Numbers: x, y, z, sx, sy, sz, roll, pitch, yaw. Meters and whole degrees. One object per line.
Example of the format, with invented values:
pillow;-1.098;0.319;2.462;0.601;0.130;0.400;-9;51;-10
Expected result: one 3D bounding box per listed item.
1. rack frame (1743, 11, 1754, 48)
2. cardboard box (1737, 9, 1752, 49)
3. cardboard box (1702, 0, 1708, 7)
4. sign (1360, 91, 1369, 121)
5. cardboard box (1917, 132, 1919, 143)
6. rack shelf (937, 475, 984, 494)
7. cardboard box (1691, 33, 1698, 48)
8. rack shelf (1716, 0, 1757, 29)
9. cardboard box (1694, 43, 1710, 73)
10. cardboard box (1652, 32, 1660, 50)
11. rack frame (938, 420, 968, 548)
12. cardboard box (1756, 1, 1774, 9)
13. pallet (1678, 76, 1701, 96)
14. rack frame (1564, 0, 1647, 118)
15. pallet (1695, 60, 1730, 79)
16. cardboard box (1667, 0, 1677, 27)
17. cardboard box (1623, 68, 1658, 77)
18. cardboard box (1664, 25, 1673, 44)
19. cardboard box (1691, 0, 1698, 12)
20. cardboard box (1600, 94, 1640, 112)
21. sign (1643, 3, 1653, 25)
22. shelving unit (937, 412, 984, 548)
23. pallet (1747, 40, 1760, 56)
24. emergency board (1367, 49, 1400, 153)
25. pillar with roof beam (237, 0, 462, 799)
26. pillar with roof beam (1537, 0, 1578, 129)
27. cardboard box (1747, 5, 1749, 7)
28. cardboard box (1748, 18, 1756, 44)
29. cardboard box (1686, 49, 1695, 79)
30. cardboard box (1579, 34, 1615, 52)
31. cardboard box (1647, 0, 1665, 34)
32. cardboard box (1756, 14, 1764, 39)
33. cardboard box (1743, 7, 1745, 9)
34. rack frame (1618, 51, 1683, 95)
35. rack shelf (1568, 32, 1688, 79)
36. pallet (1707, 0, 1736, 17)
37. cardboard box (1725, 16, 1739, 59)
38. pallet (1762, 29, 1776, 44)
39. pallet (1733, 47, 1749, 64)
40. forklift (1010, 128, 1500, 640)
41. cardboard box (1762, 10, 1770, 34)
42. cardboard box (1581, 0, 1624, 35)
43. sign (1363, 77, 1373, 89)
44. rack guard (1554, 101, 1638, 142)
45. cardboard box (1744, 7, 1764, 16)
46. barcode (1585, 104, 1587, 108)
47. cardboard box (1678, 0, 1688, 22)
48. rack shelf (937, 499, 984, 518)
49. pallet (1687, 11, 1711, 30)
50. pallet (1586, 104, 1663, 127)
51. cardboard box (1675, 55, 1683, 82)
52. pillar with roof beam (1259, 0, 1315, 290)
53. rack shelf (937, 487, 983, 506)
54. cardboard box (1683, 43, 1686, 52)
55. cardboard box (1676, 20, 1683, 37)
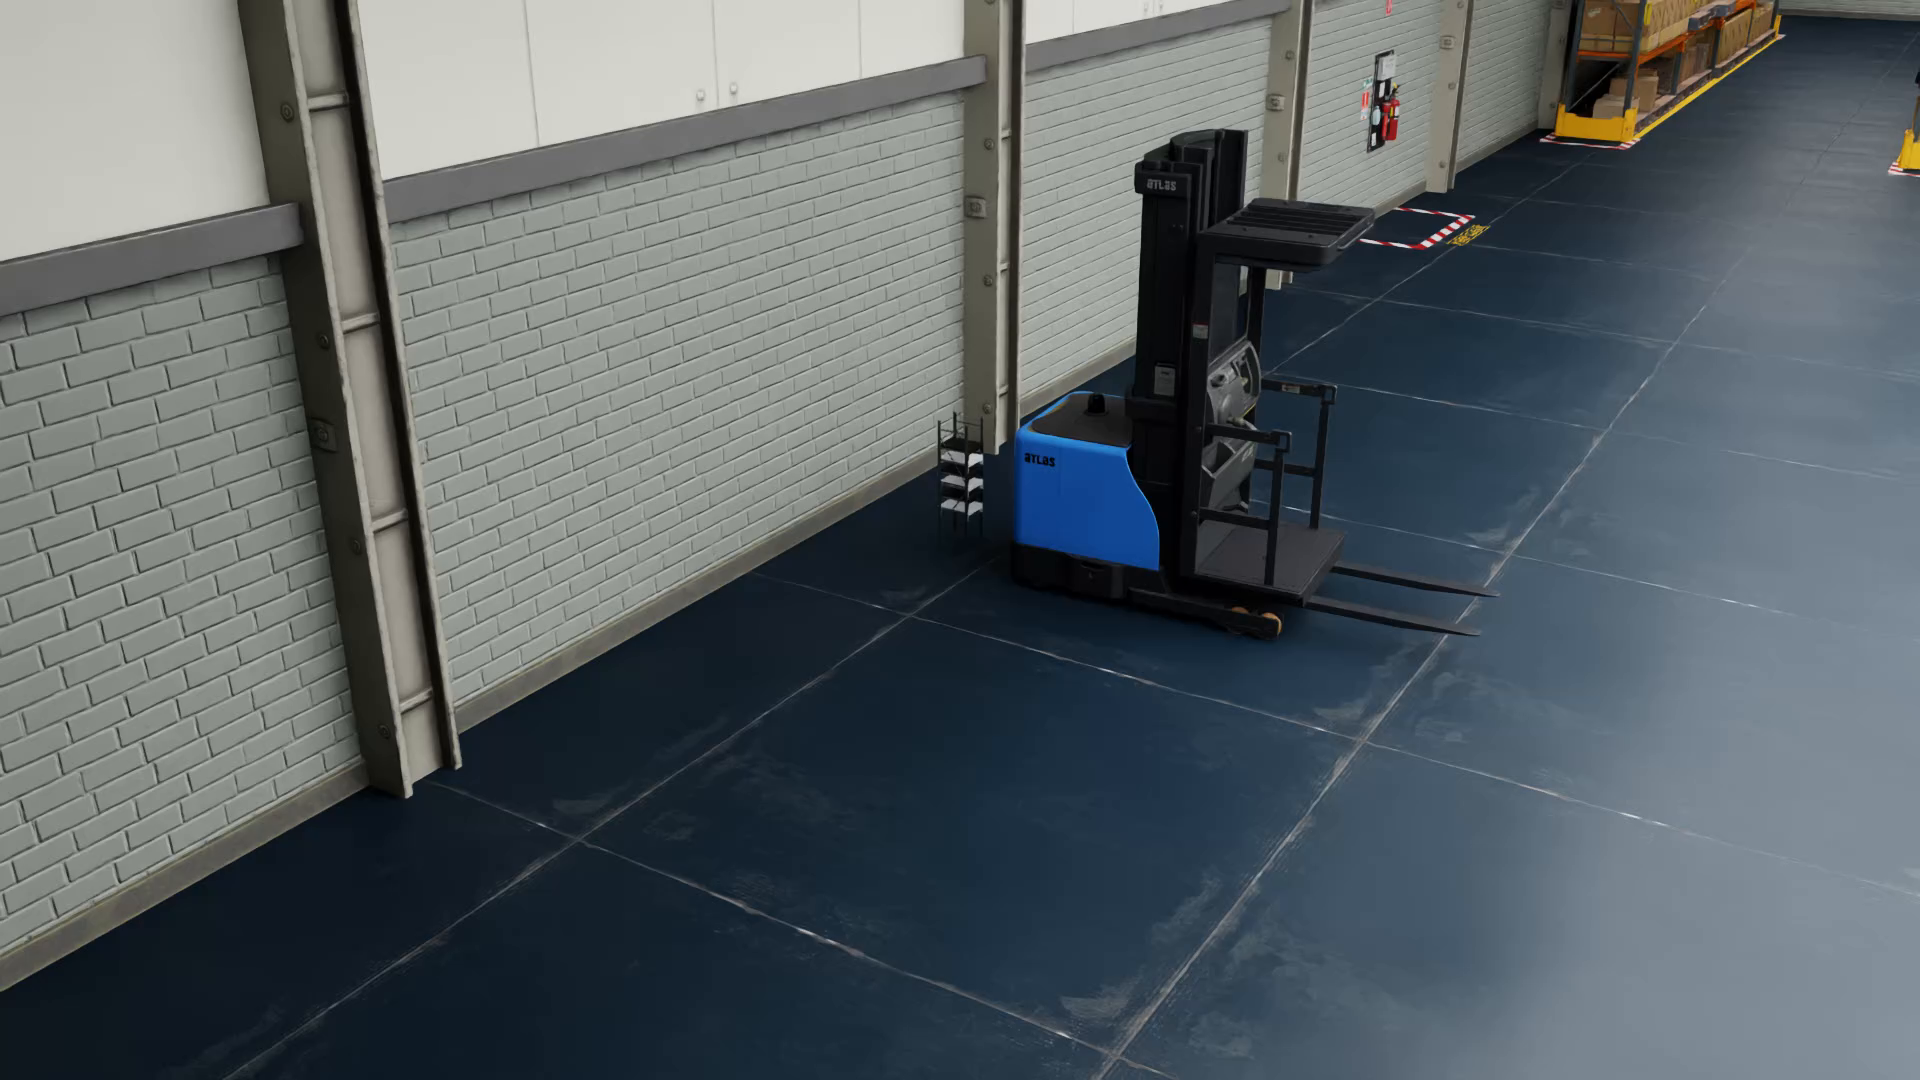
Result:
rack frame;16.447;-11.862;35.375;1.000;3.000;0.127;14;27;29
cardboard box;16.215;-10.821;35.149;0.750;0.750;0.750;14;27;30
cardboard box;13.460;-10.174;30.795;0.700;0.500;0.500;14;27;29
sign;4.872;-5.229;20.009;0.001;0.329;0.234;14;27;29
cardboard box;14.360;-5.949;24.648;0.500;0.250;0.500;14;27;29
rack shelf;0.004;-0.385;11.591;0.258;0.077;0.200;14;27;29
cardboard box;13.648;-9.477;31.516;0.500;0.250;0.500;14;27;30
rack shelf;15.392;-10.857;33.958;1.077;0.370;4.000;14;27;29
cardboard box;14.002;-9.313;32.079;0.700;0.500;0.500;14;27;30
cardboard box;10.906;-8.028;26.683;0.500;0.250;0.500;13;27;27
rack frame;-0.049;-0.381;11.498;0.240;0.900;0.006;14;27;29
cardboard box;18.360;-12.216;37.995;0.380;0.149;0.250;14;27;28
pallet;13.279;-8.558;31.254;1.003;0.211;1.213;14;27;29
rack frame;10.117;-7.812;26.019;1.000;3.000;0.127;14;27;29
pallet;14.817;-9.482;33.388;1.003;0.211;1.213;14;27;29
cardboard box;11.434;-8.709;27.311;0.500;0.500;0.500;15;27;31
cardboard box;11.714;-7.858;28.718;0.500;0.500;0.500;12;26;25
cardboard box;11.449;-8.369;27.471;0.500;0.250;0.500;14;27;29
cardboard box;12.826;-9.761;29.843;0.700;0.500;0.500;17;29;34
cardboard box;10.859;-7.187;27.406;0.500;0.311;0.500;16;28;33
sign;10.578;-8.095;25.584;0.100;0.325;0.005;14;27;29
shelving unit;0.004;-0.416;11.578;0.258;0.900;0.210;14;27;29
pallet;16.915;-10.822;36.484;1.003;0.211;1.213;14;27;29
emergency board;5.251;-5.378;20.397;0.194;1.169;0.643;14;27;29
pillar with roof beam;0.749;-1.980;4.996;9.100;9.000;0.400;14;27;29
pillar with roof beam;13.409;-10.080;23.708;9.100;9.000;0.400;14;27;29
cardboard box;17.502;-11.954;37.388;0.380;0.149;0.250;14;27;29
cardboard box;16.929;-11.138;36.321;0.700;0.500;0.500;14;27;30
cardboard box;13.393;-8.989;31.332;0.700;0.500;0.500;14;27;29
cardboard box;10.199;-7.950;26.503;0.500;0.250;0.500;14;27;30
cardboard box;10.894;-8.359;26.503;0.500;0.500;0.500;14;27;29
cardboard box;17.469;-11.480;37.110;0.700;0.500;0.500;15;27;30
cardboard box;17.232;-11.781;36.989;0.380;0.149;0.250;14;27;29
rack frame;12.227;-9.162;29.137;1.000;3.000;0.127;14;27;29
rack shelf;11.172;-8.157;27.721;1.077;0.370;4.000;14;27;29
pallet;14.052;-10.161;31.687;1.213;0.211;1.003;14;27;29
cardboard box;15.304;-10.233;33.789;0.750;0.750;0.750;14;27;29
pallet;18.202;-11.646;38.386;1.003;0.211;1.213;14;27;29
pallet;16.104;-10.306;35.290;1.003;0.211;1.213;14;27;29
forklift;1.887;-0.964;10.287;3.031;2.935;1.130;11;26;25
cardboard box;18.009;-11.831;37.922;0.700;0.500;0.500;14;27;29
cardboard box;10.185;-8.300;26.366;0.500;0.500;0.500;14;27;28
sign;4.881;-5.472;19.903;0.001;0.109;0.331;14;27;29
rack guard;10.157;-6.690;26.575;1.175;0.500;0.348;14;27;29
cardboard box;17.540;-11.690;36.778;0.380;0.149;0.250;13;27;27
barcode;10.228;-7.088;27.167;0.001;0.075;0.075;14;27;29
cardboard box;11.982;-9.052;28.104;0.500;0.500;0.500;14;27;29
rack shelf;0.004;-0.220;11.662;0.258;0.077;0.200;14;27;29
pallet;12.754;-9.301;29.701;1.003;0.211;1.213;14;27;29
pallet;11.260;-7.235;28.196;1.003;0.211;1.213;14;27;29
cardboard box;12.831;-8.653;30.556;0.700;0.500;0.500;13;27;28
pillar with roof beam;7.079;-6.030;14.352;9.100;9.000;0.400;14;27;29
rack shelf;0.004;-0.303;11.627;0.258;0.077;0.200;14;27;29
cardboard box;13.102;-9.138;30.732;0.500;0.250;0.500;13;27;27
cardboard box;11.965;-8.712;28.263;0.500;0.250;0.500;14;27;29
